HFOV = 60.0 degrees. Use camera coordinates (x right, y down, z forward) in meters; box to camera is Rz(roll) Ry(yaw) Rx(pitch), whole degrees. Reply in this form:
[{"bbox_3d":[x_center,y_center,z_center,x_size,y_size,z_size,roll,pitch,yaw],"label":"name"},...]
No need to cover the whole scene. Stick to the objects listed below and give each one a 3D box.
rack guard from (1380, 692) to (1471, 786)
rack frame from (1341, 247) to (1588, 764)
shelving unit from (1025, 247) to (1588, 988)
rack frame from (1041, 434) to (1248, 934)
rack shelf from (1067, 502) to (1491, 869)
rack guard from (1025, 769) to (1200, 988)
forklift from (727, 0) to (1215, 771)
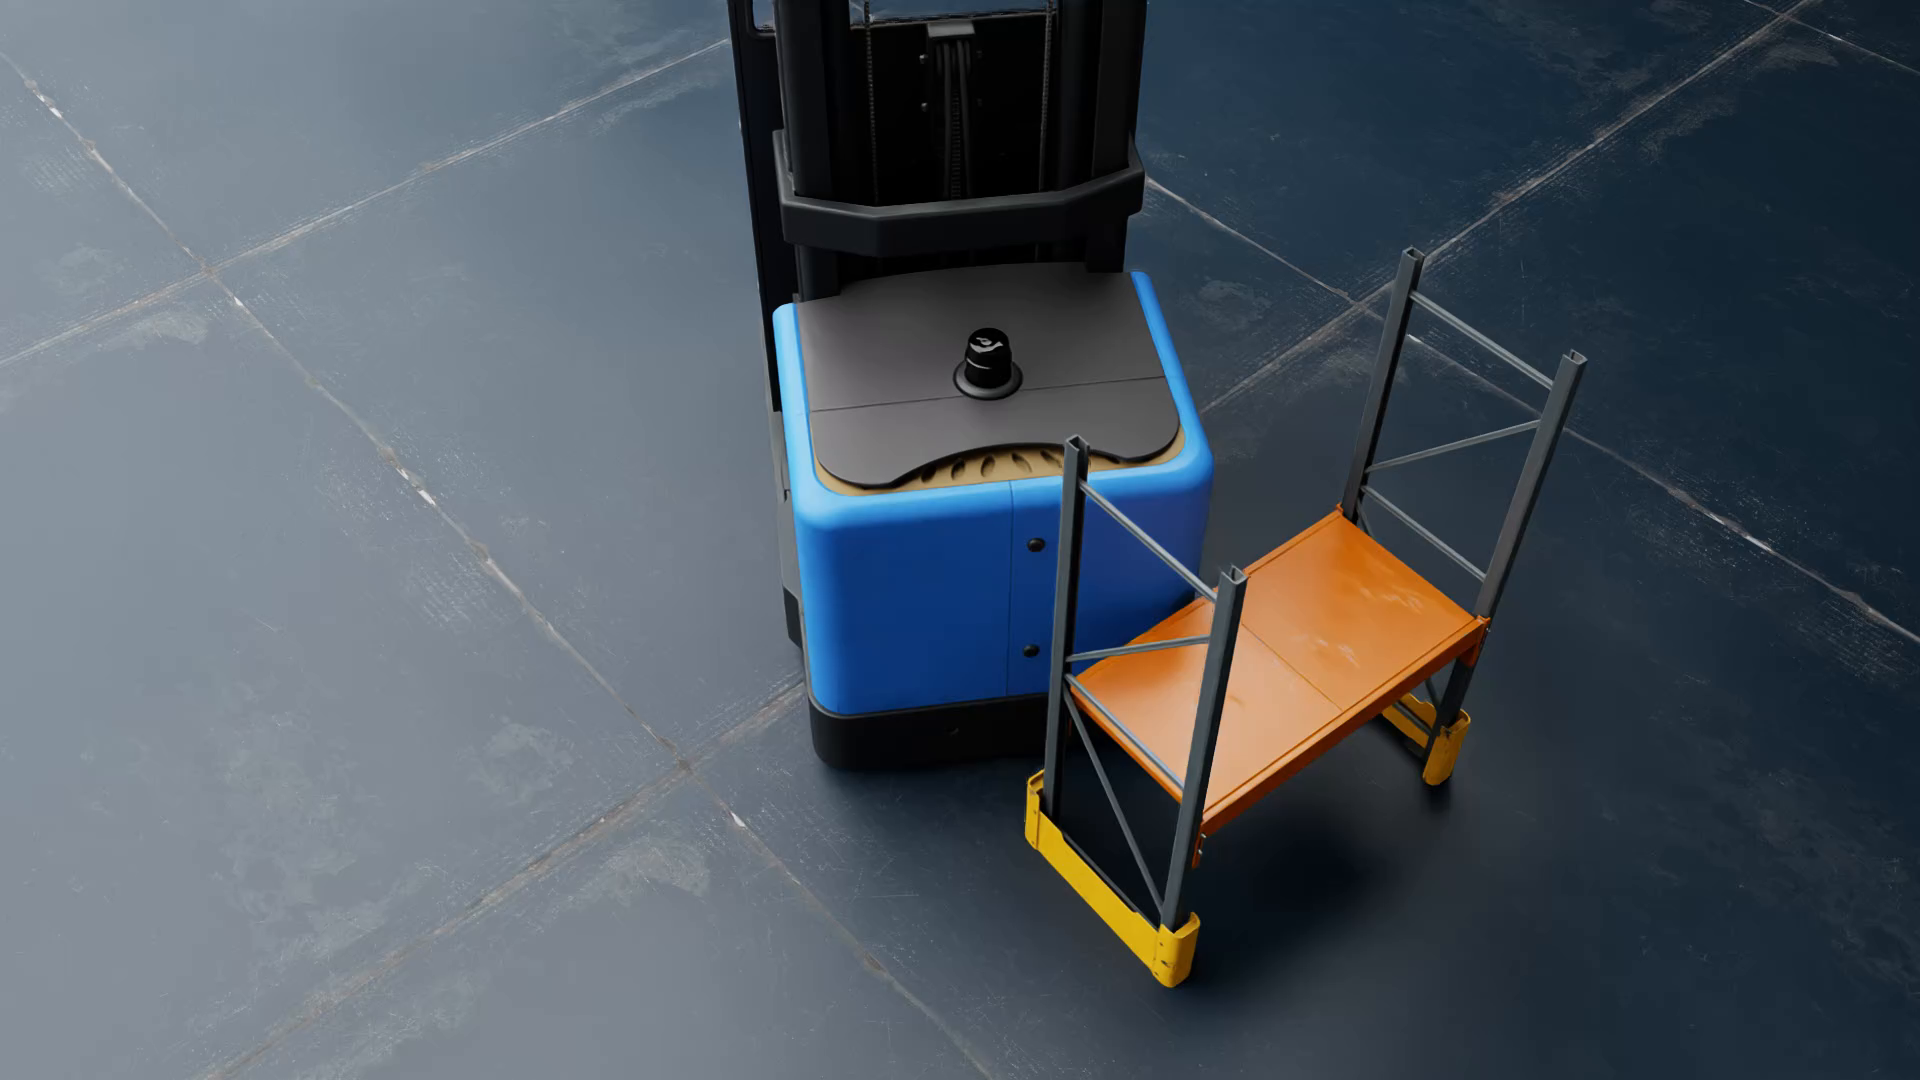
[{"bbox_3d":[1.167,0.416,4.696,0.087,0.250,0.587,-30,54,-25],"label":"rack guard"},{"bbox_3d":[1.182,-0.017,4.245,0.032,1.500,0.500,-30,54,-25],"label":"rack frame"},{"bbox_3d":[0.774,0.217,4.030,1.083,1.500,0.587,-30,54,-25],"label":"shelving unit"},{"bbox_3d":[0.380,0.442,3.822,0.032,1.500,0.500,-30,54,-25],"label":"rack frame"},{"bbox_3d":[0.781,0.335,4.166,1.000,0.185,0.538,-30,54,-25],"label":"rack shelf"},{"bbox_3d":[0.381,0.865,4.282,0.087,0.250,0.587,-30,54,-25],"label":"rack guard"},{"bbox_3d":[-0.092,-1.457,4.600,1.130,2.935,3.031,-6,48,-6],"label":"forklift"}]
